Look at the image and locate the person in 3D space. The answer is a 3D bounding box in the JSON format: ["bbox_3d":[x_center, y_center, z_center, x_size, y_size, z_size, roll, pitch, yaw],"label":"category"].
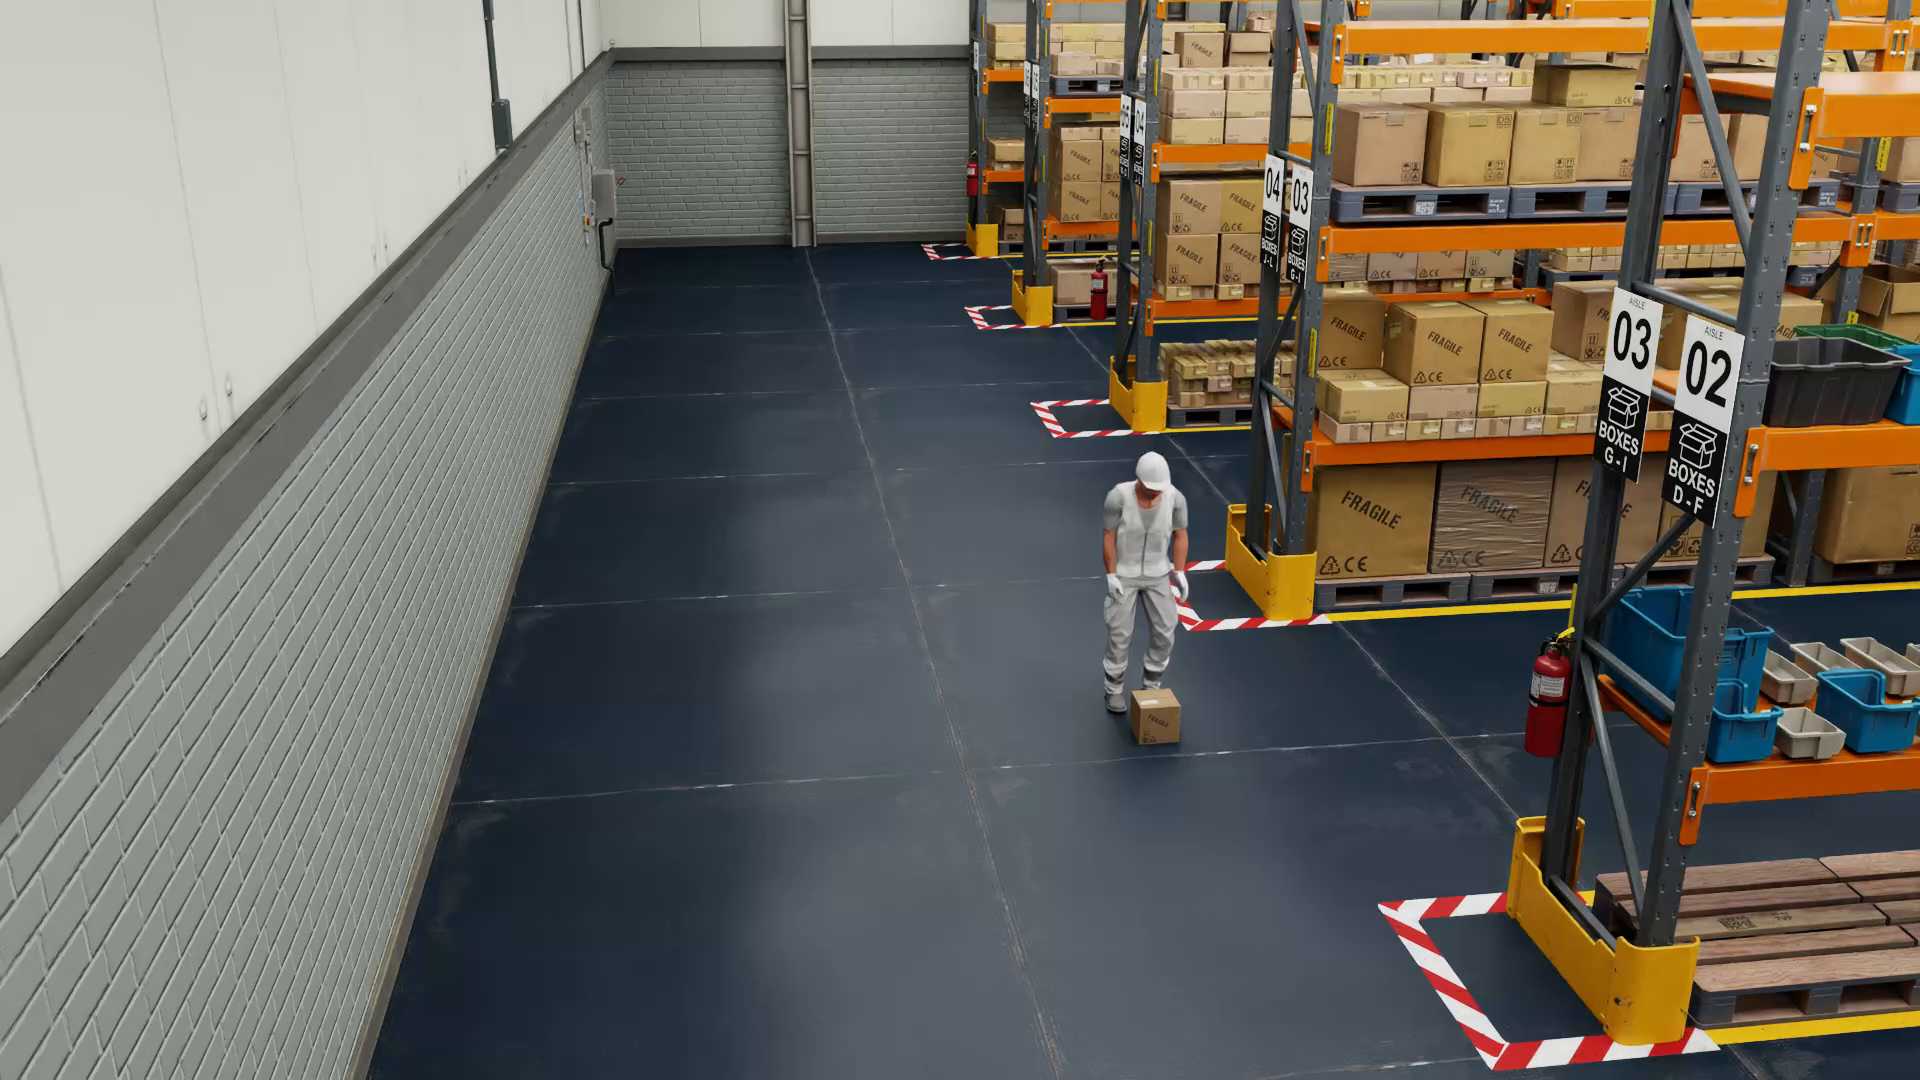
[{"bbox_3d":[1.158,0.250,10.442,0.547,1.724,0.477,-2,20,-6],"label":"person"}]
